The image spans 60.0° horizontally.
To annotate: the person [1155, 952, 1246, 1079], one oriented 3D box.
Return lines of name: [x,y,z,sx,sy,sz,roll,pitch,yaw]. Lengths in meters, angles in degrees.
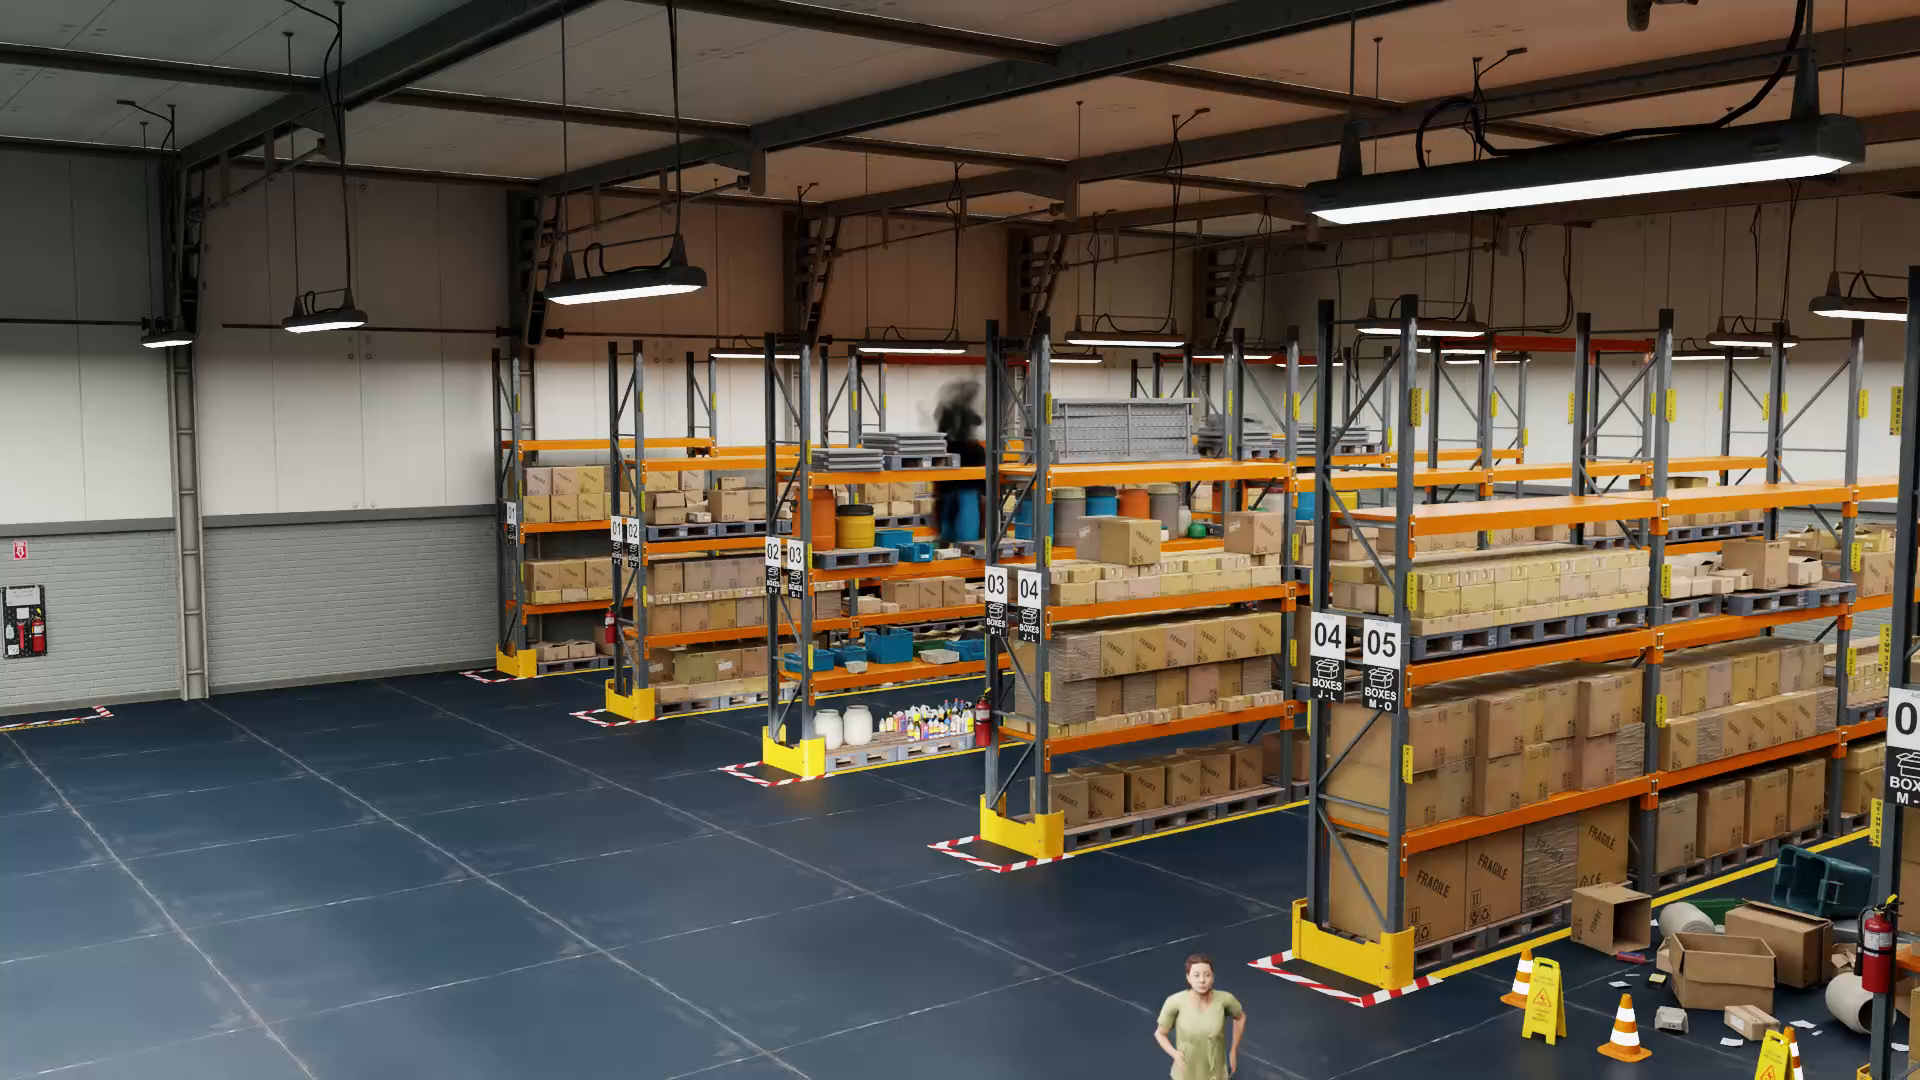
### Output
person: [1.511,3.422,10.490,0.571,1.667,0.652,1,5,10]
